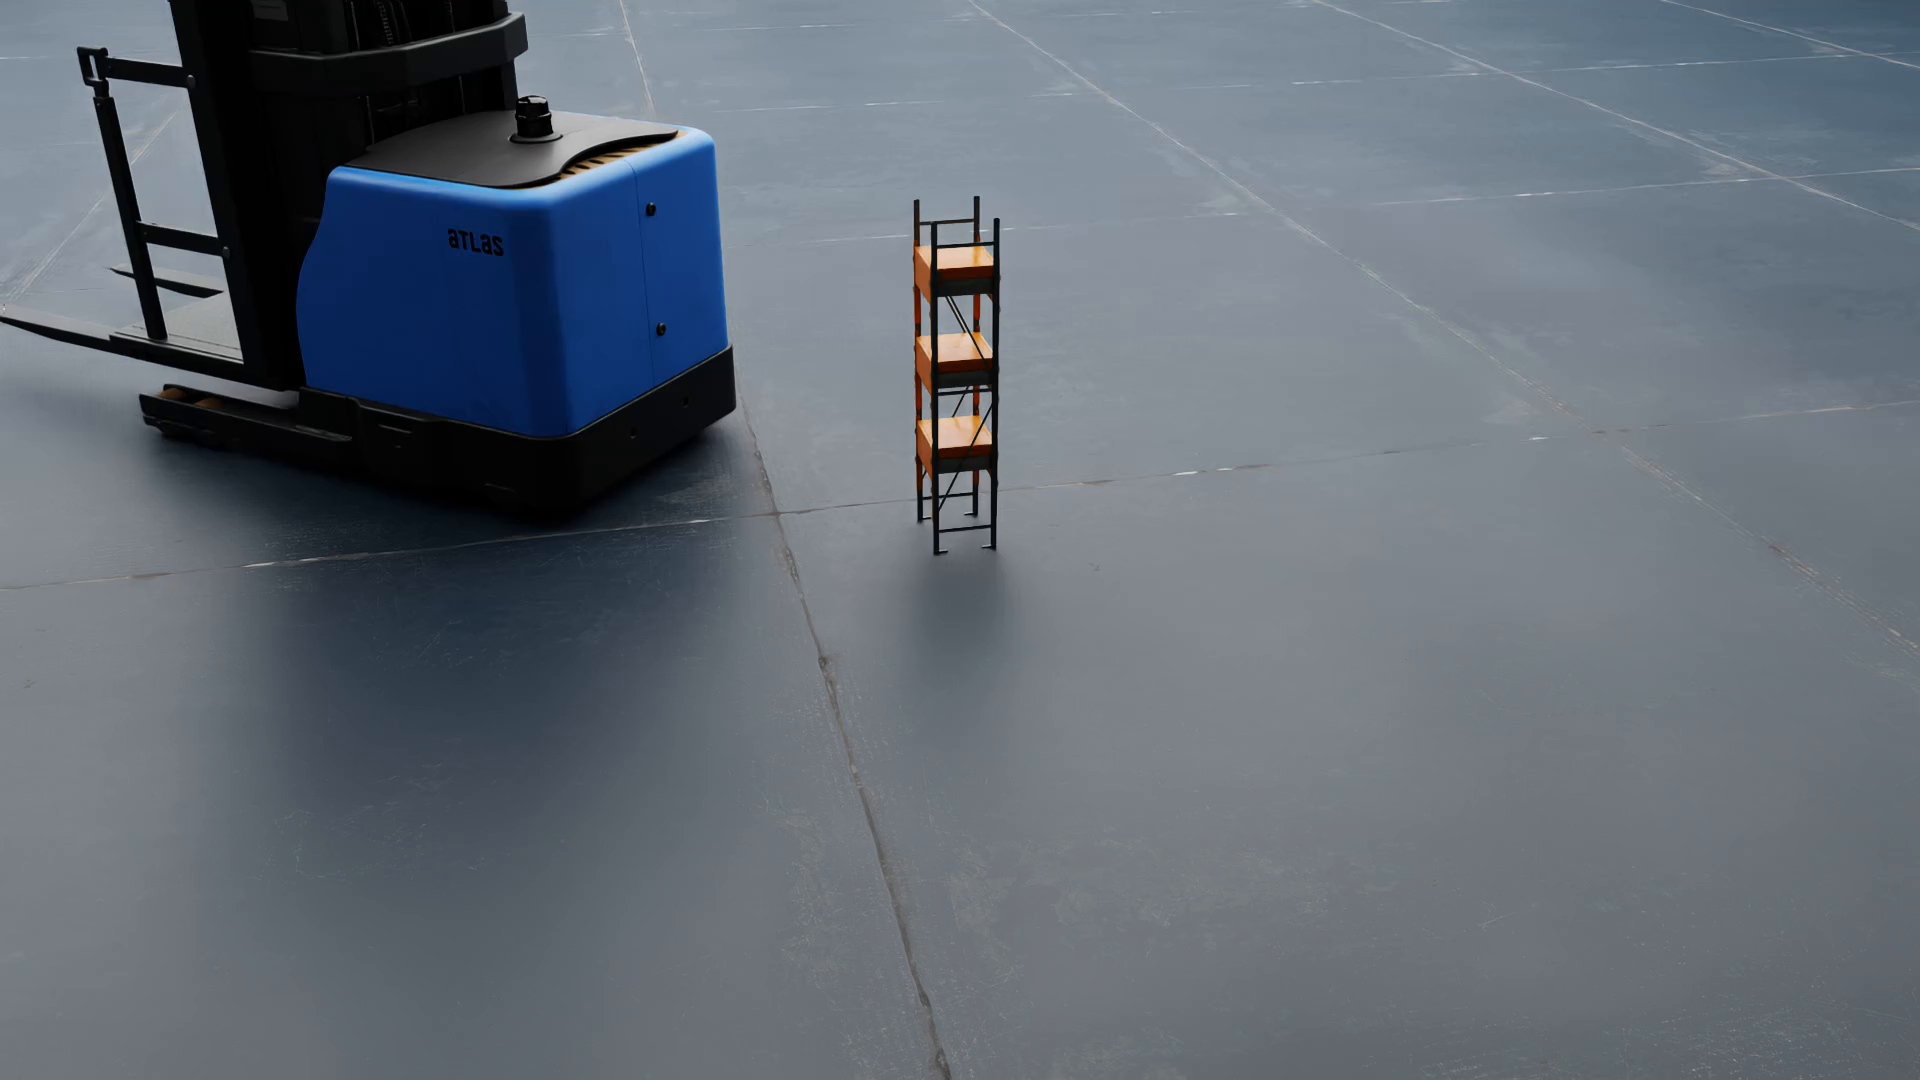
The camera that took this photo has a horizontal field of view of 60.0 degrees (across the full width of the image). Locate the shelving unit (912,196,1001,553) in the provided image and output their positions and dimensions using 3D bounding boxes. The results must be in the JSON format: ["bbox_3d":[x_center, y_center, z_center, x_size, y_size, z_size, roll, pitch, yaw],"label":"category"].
[{"bbox_3d":[-0.012,-0.492,5.060,0.215,1.050,0.252,-6,27,-12],"label":"shelving unit"}]

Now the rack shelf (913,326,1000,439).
[{"bbox_3d":[-0.012,-0.483,5.065,0.215,0.259,0.240,-6,27,-12],"label":"rack shelf"}]

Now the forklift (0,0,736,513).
[{"bbox_3d":[-2.366,-1.843,5.649,3.031,2.935,1.130,13,29,24],"label":"forklift"}]

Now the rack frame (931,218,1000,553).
[{"bbox_3d":[0.015,-0.439,4.954,0.200,1.050,0.008,-6,27,-12],"label":"rack frame"}]

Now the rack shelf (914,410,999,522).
[{"bbox_3d":[-0.012,-0.235,5.190,0.215,0.259,0.240,-6,27,-12],"label":"rack shelf"}]

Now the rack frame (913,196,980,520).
[{"bbox_3d":[-0.040,-0.546,5.166,0.200,1.050,0.008,-6,27,-12],"label":"rack frame"}]

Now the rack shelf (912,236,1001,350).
[{"bbox_3d":[-0.012,-0.736,4.937,0.215,0.259,0.240,-6,27,-12],"label":"rack shelf"}]
